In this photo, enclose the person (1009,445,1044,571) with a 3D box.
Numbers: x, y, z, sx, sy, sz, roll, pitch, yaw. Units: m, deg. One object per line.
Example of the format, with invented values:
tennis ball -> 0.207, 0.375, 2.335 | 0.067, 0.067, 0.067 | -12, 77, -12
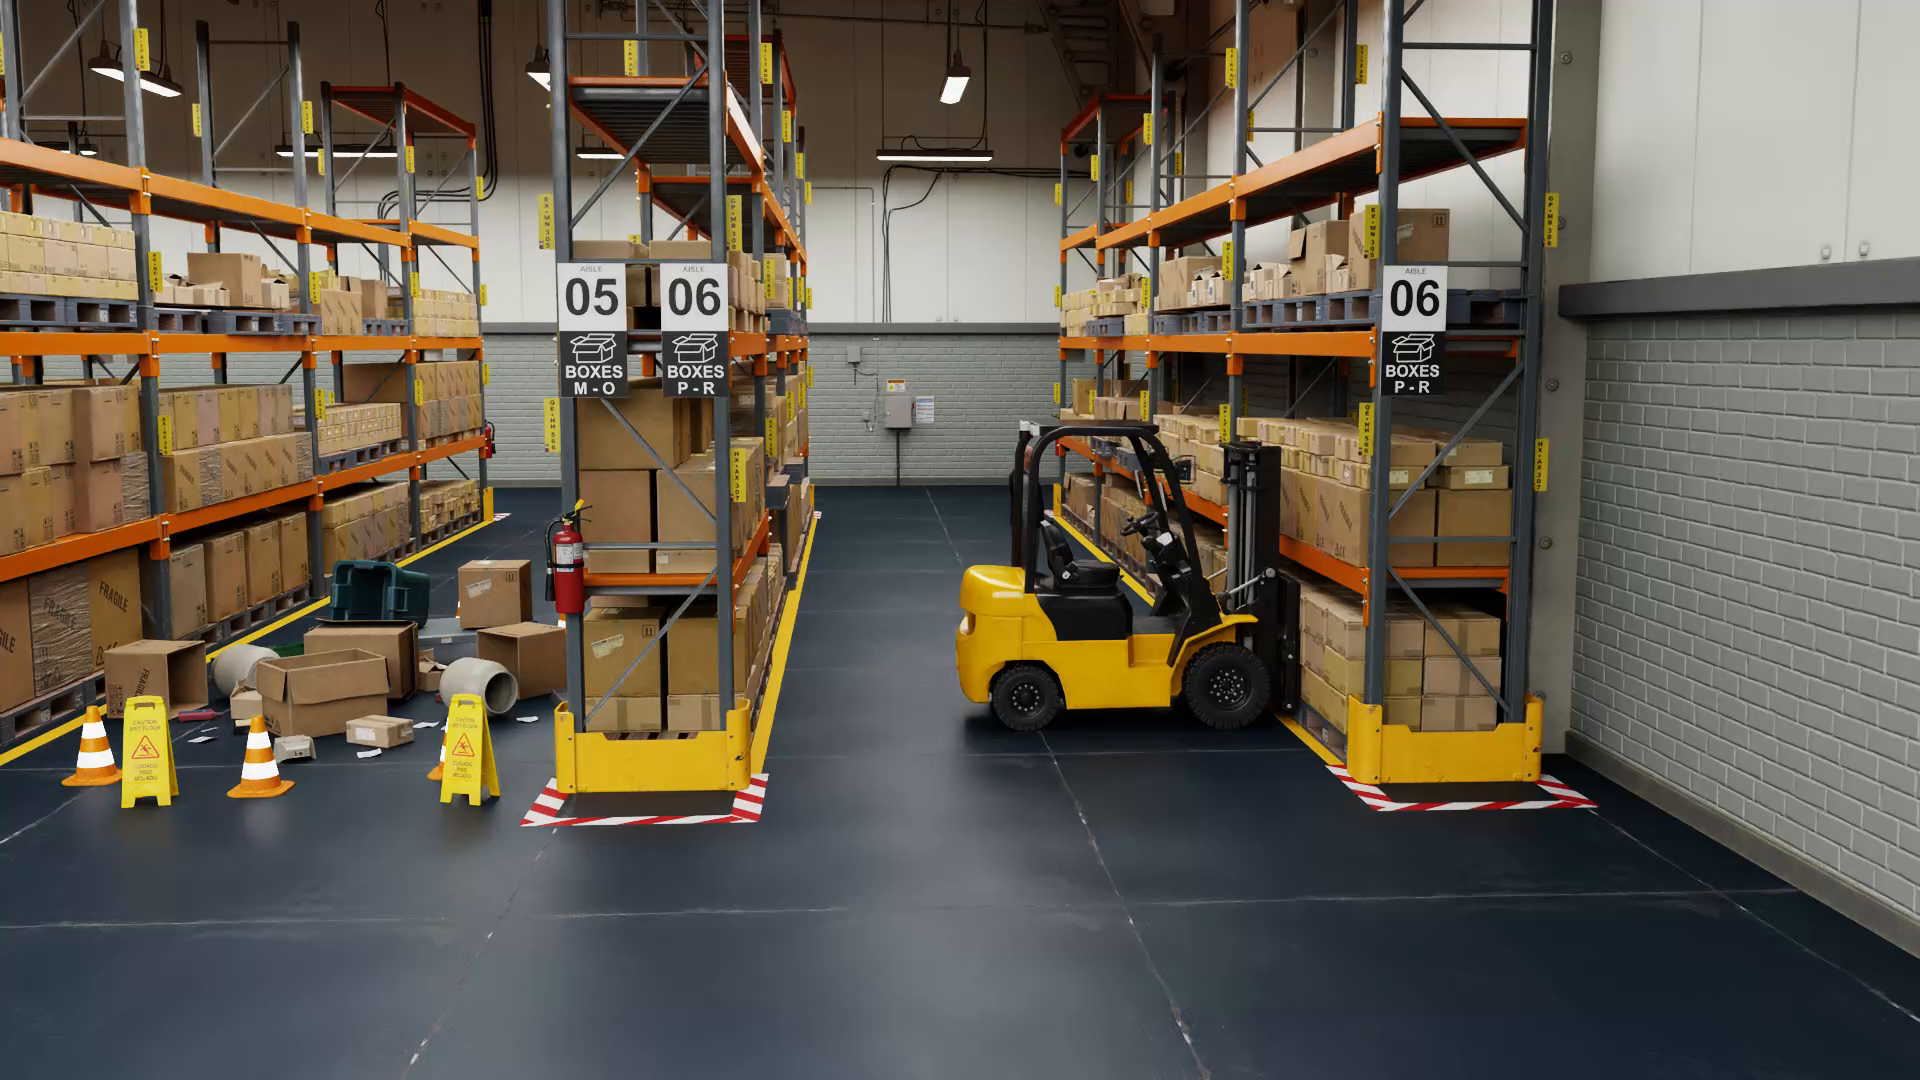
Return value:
person -> 0.671, -0.107, 16.771 | 0.360, 1.715, 0.532 | 0, 7, -2
